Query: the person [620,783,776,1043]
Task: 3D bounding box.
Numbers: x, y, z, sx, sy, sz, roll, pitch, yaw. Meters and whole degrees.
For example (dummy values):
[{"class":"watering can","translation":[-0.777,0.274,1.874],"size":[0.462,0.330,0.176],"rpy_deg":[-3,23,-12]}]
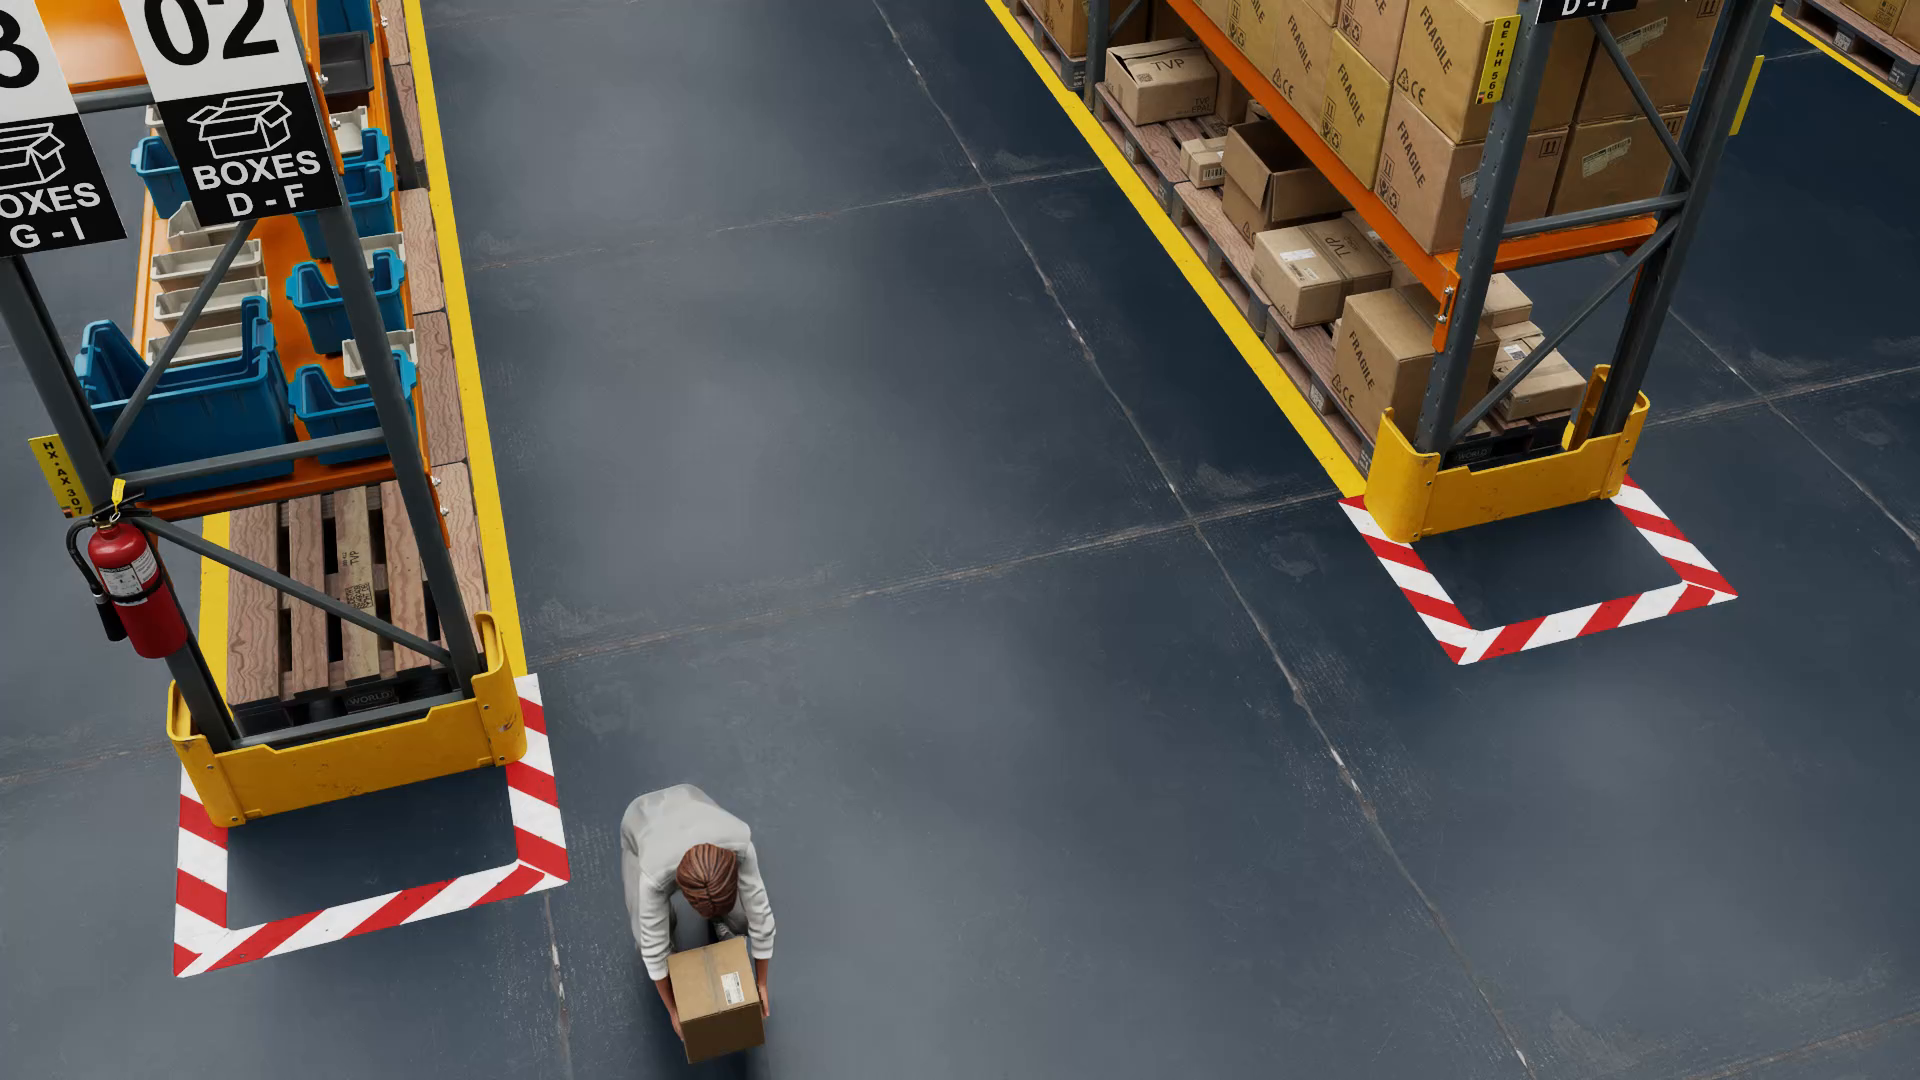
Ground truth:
[{"class":"person","translation":[-0.874,1.140,5.454],"size":[0.448,0.901,0.812],"rpy_deg":[-12,44,-13]}]
